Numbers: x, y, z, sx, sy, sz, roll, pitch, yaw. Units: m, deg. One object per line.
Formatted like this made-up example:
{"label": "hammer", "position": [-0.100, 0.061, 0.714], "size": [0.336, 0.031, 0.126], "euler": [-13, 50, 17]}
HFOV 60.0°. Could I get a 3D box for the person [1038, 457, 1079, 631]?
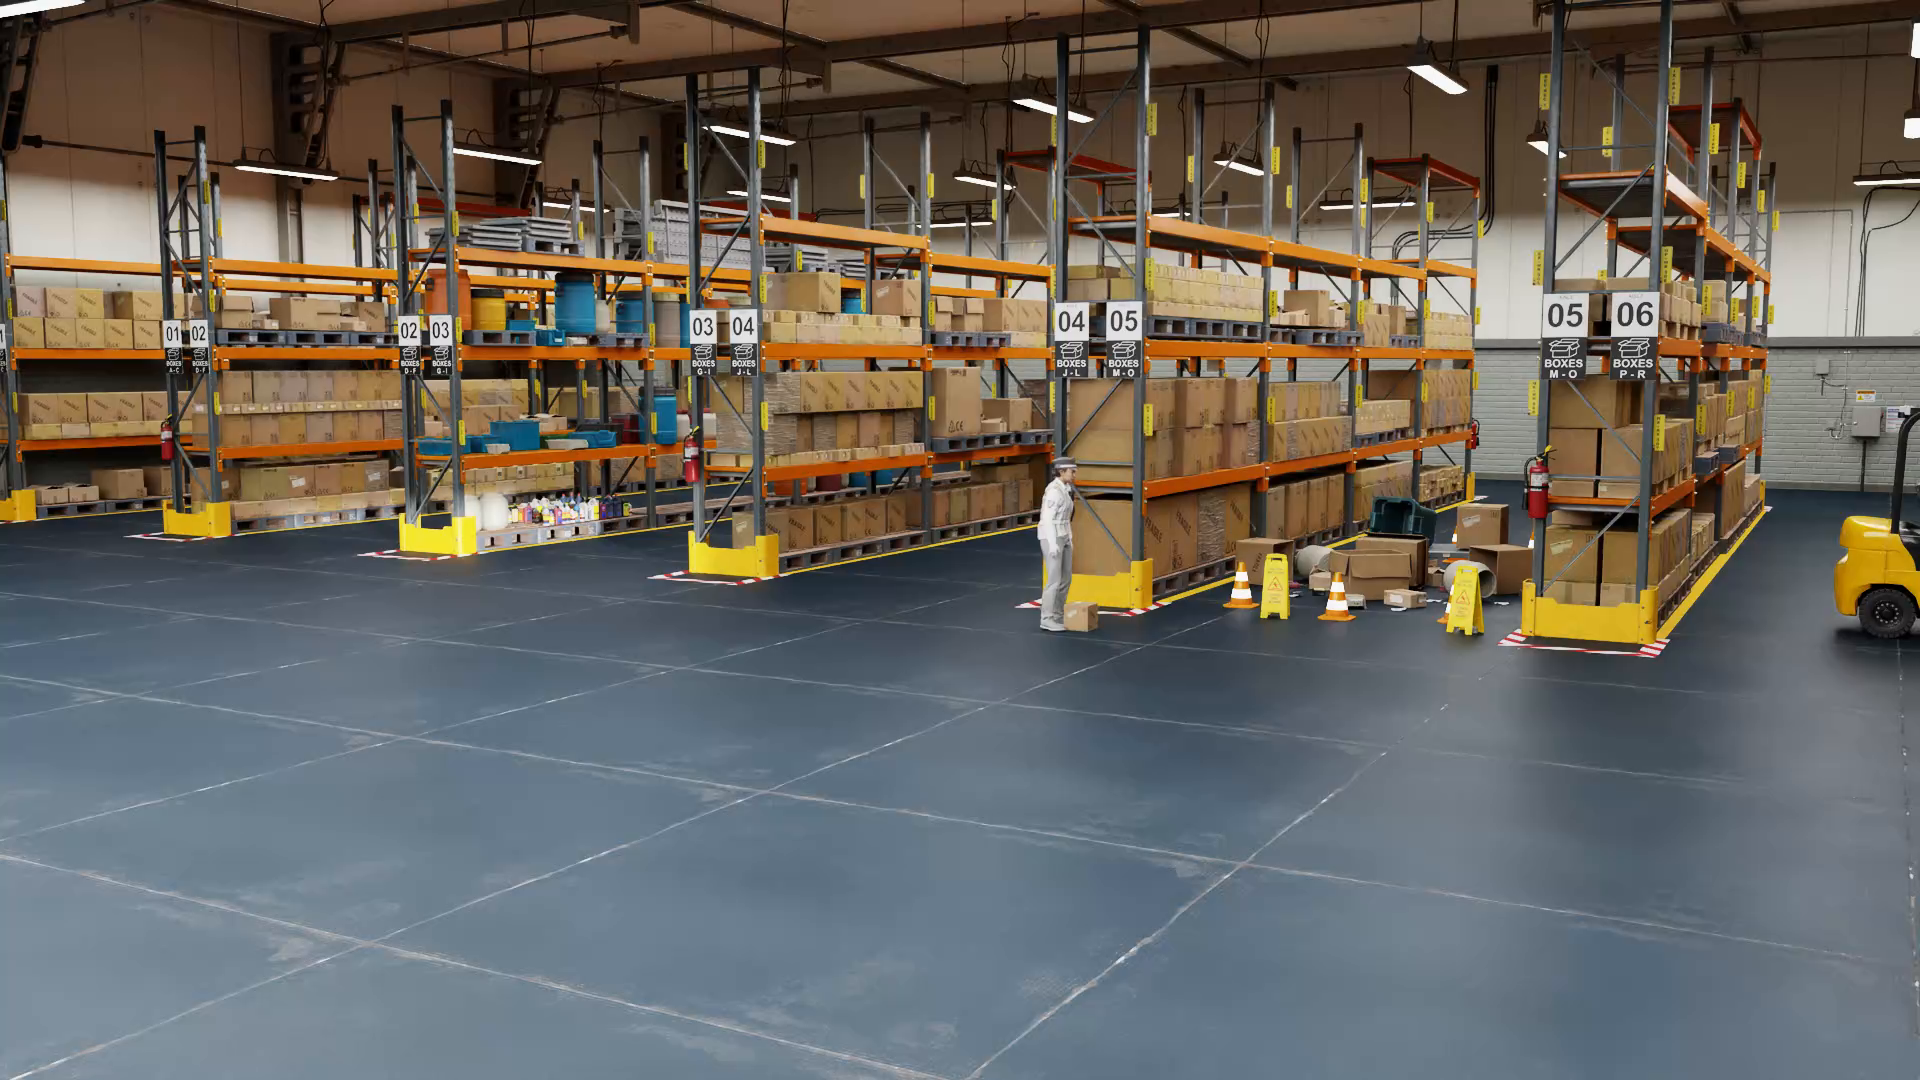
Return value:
{"label": "person", "position": [0.958, 0.023, 16.124], "size": [0.373, 1.665, 0.547], "euler": [3, 7, 25]}
